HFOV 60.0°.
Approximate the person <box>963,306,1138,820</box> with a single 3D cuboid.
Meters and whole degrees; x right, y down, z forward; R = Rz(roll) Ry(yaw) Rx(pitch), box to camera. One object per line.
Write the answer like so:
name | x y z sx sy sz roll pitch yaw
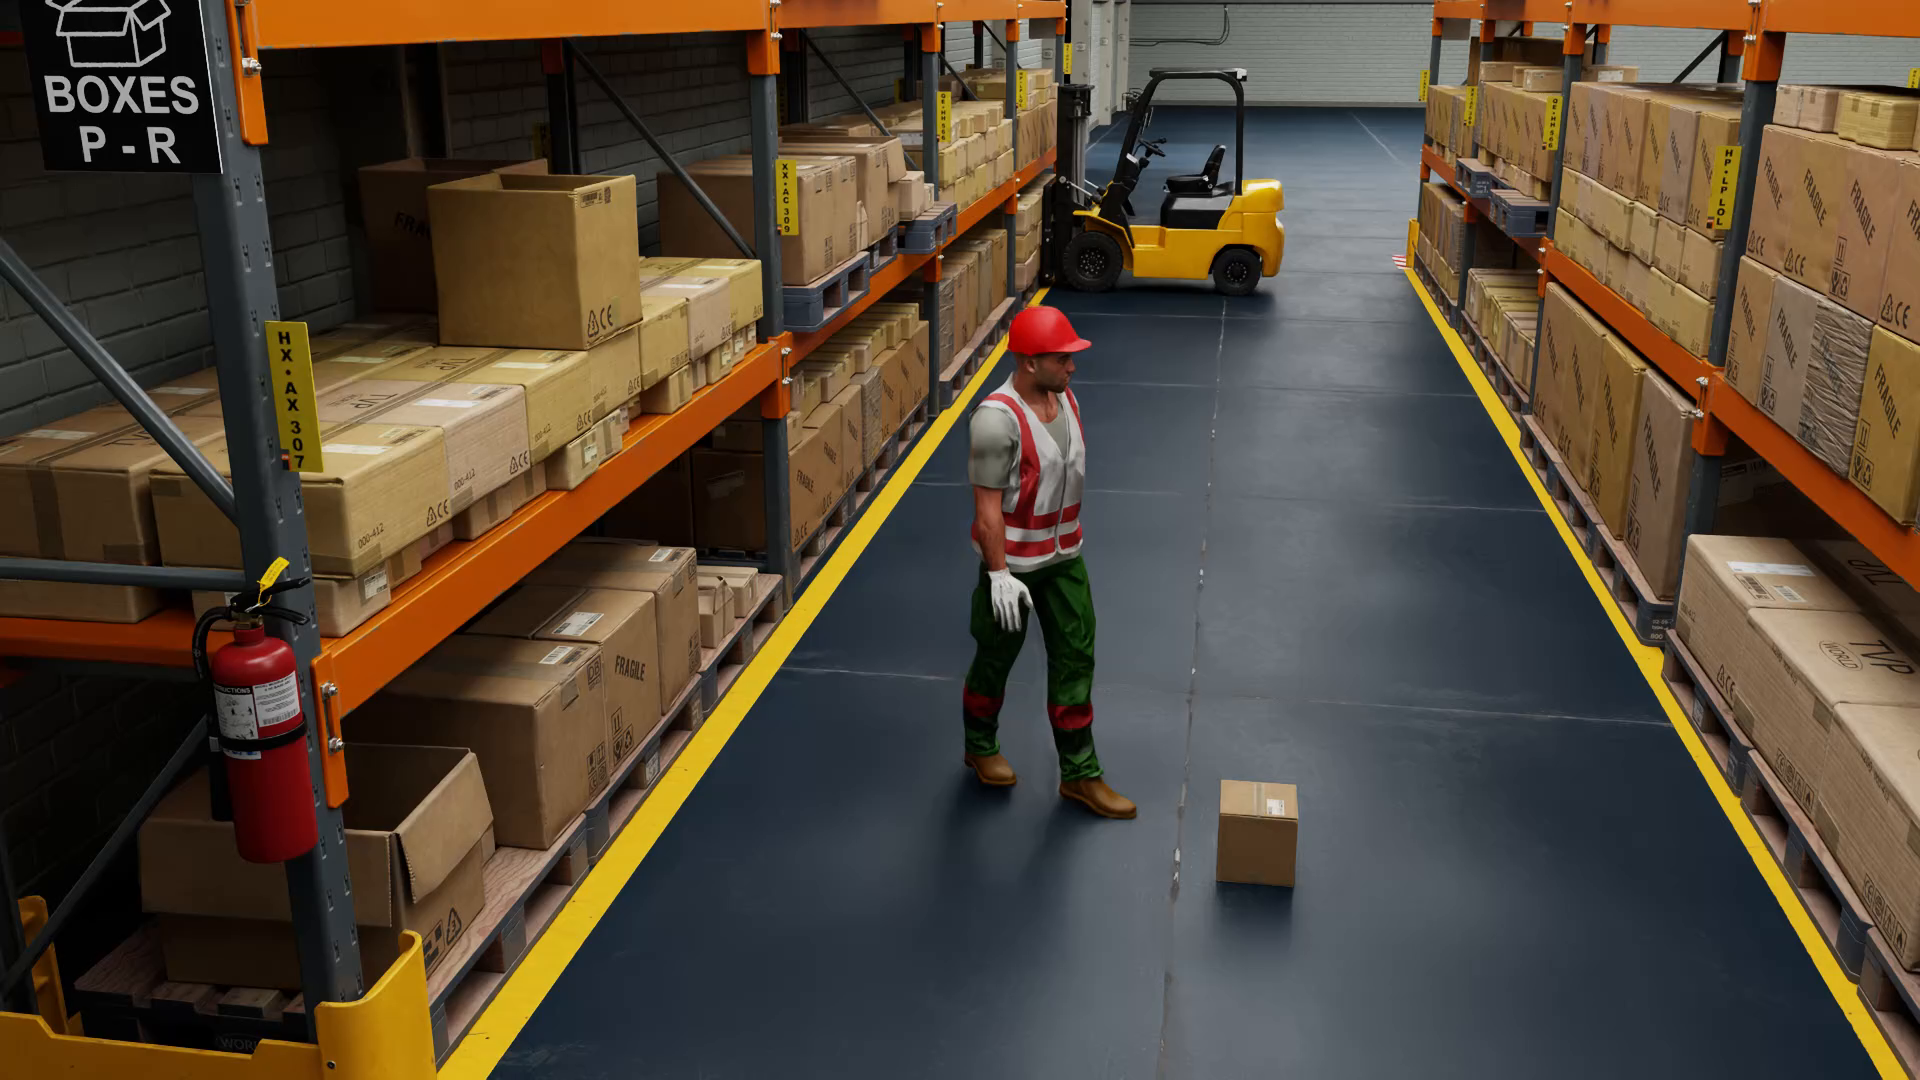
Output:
person | 0.266 0.083 5.743 0.557 1.800 0.689 -15 23 -38
